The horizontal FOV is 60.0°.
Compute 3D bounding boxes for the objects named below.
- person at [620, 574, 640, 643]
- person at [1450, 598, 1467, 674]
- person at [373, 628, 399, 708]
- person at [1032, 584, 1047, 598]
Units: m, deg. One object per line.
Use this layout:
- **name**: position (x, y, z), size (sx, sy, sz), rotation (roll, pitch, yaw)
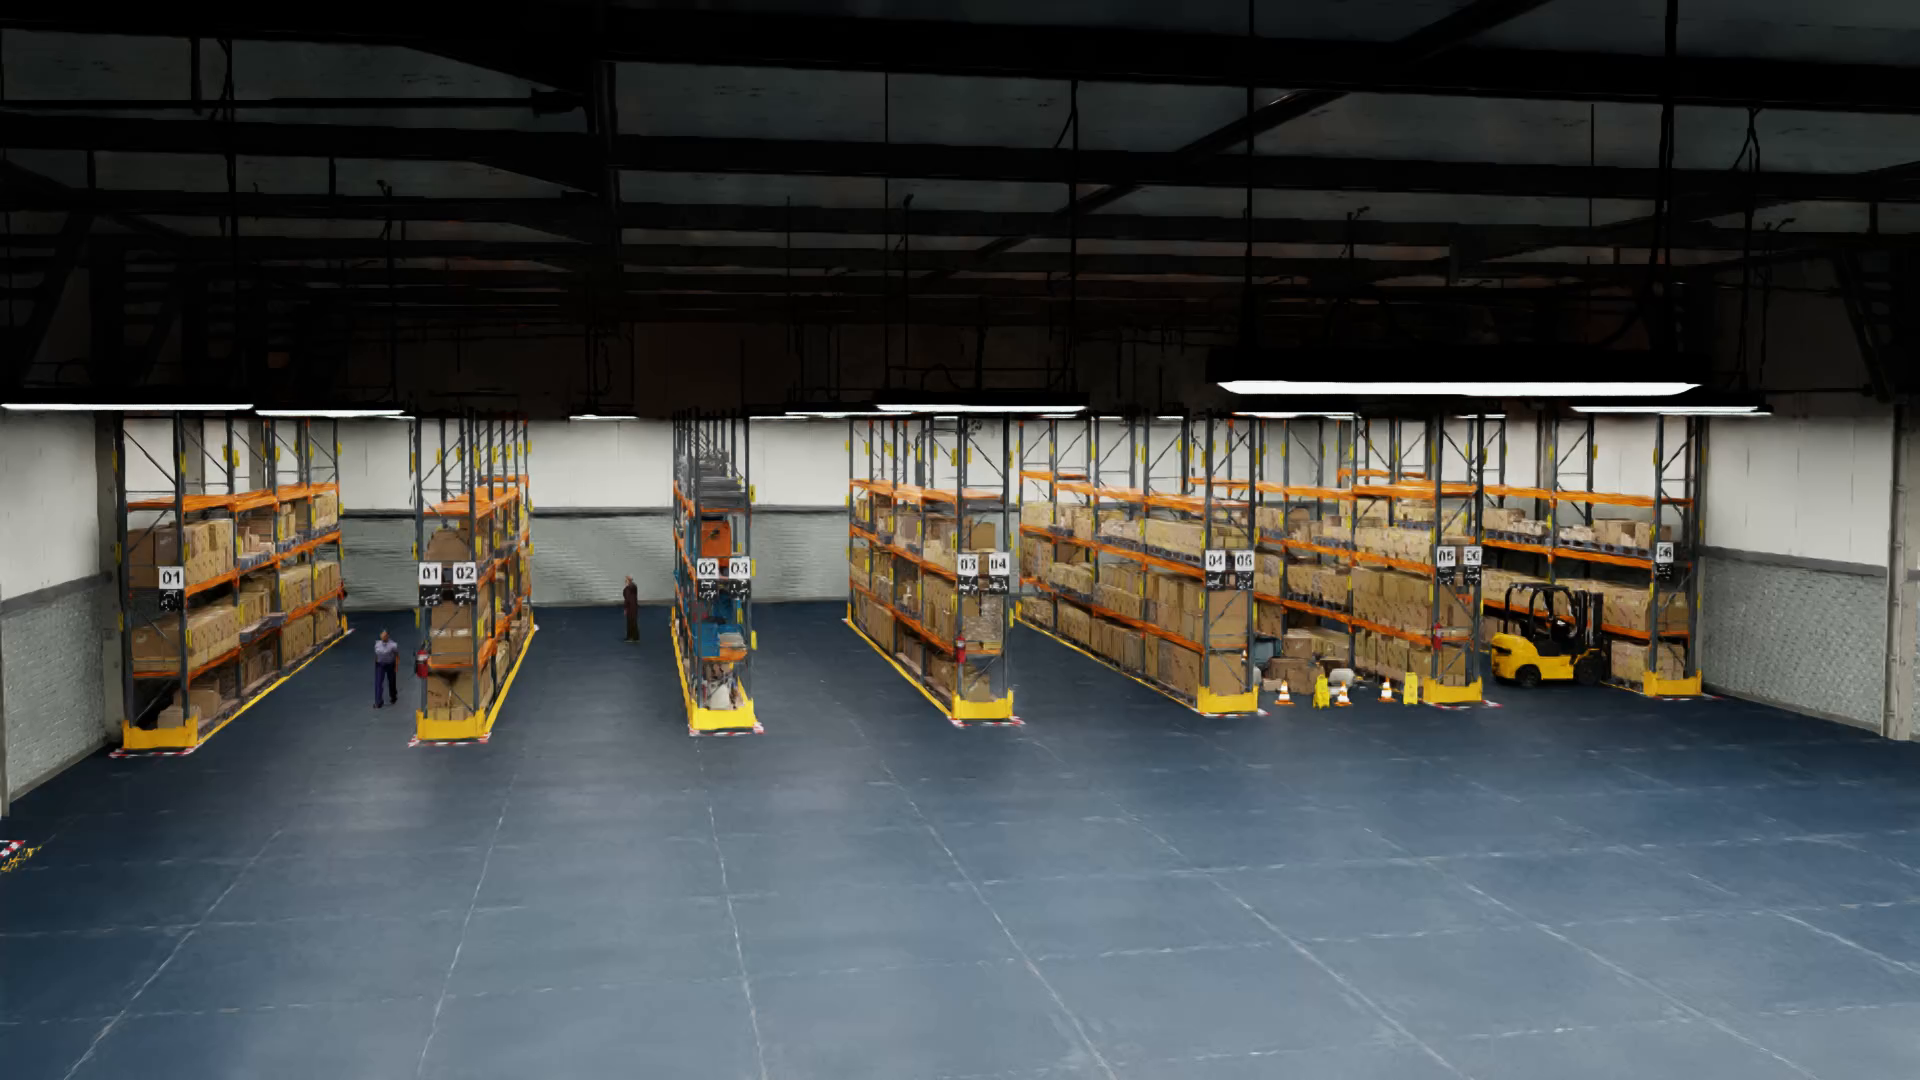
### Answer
- **person**: position (-8.550, 1.763, 43.008), size (0.610, 1.768, 0.656), rotation (0, 4, 5)
- **person**: position (11.245, 2.168, 37.786), size (0.535, 1.721, 0.616), rotation (1, 4, 15)
- **person**: position (-11.525, 2.563, 33.433), size (0.478, 1.539, 1.083), rotation (-1, 4, -13)
- **person**: position (2.467, 1.168, 51.804), size (0.560, 1.764, 0.588), rotation (3, 5, 35)
